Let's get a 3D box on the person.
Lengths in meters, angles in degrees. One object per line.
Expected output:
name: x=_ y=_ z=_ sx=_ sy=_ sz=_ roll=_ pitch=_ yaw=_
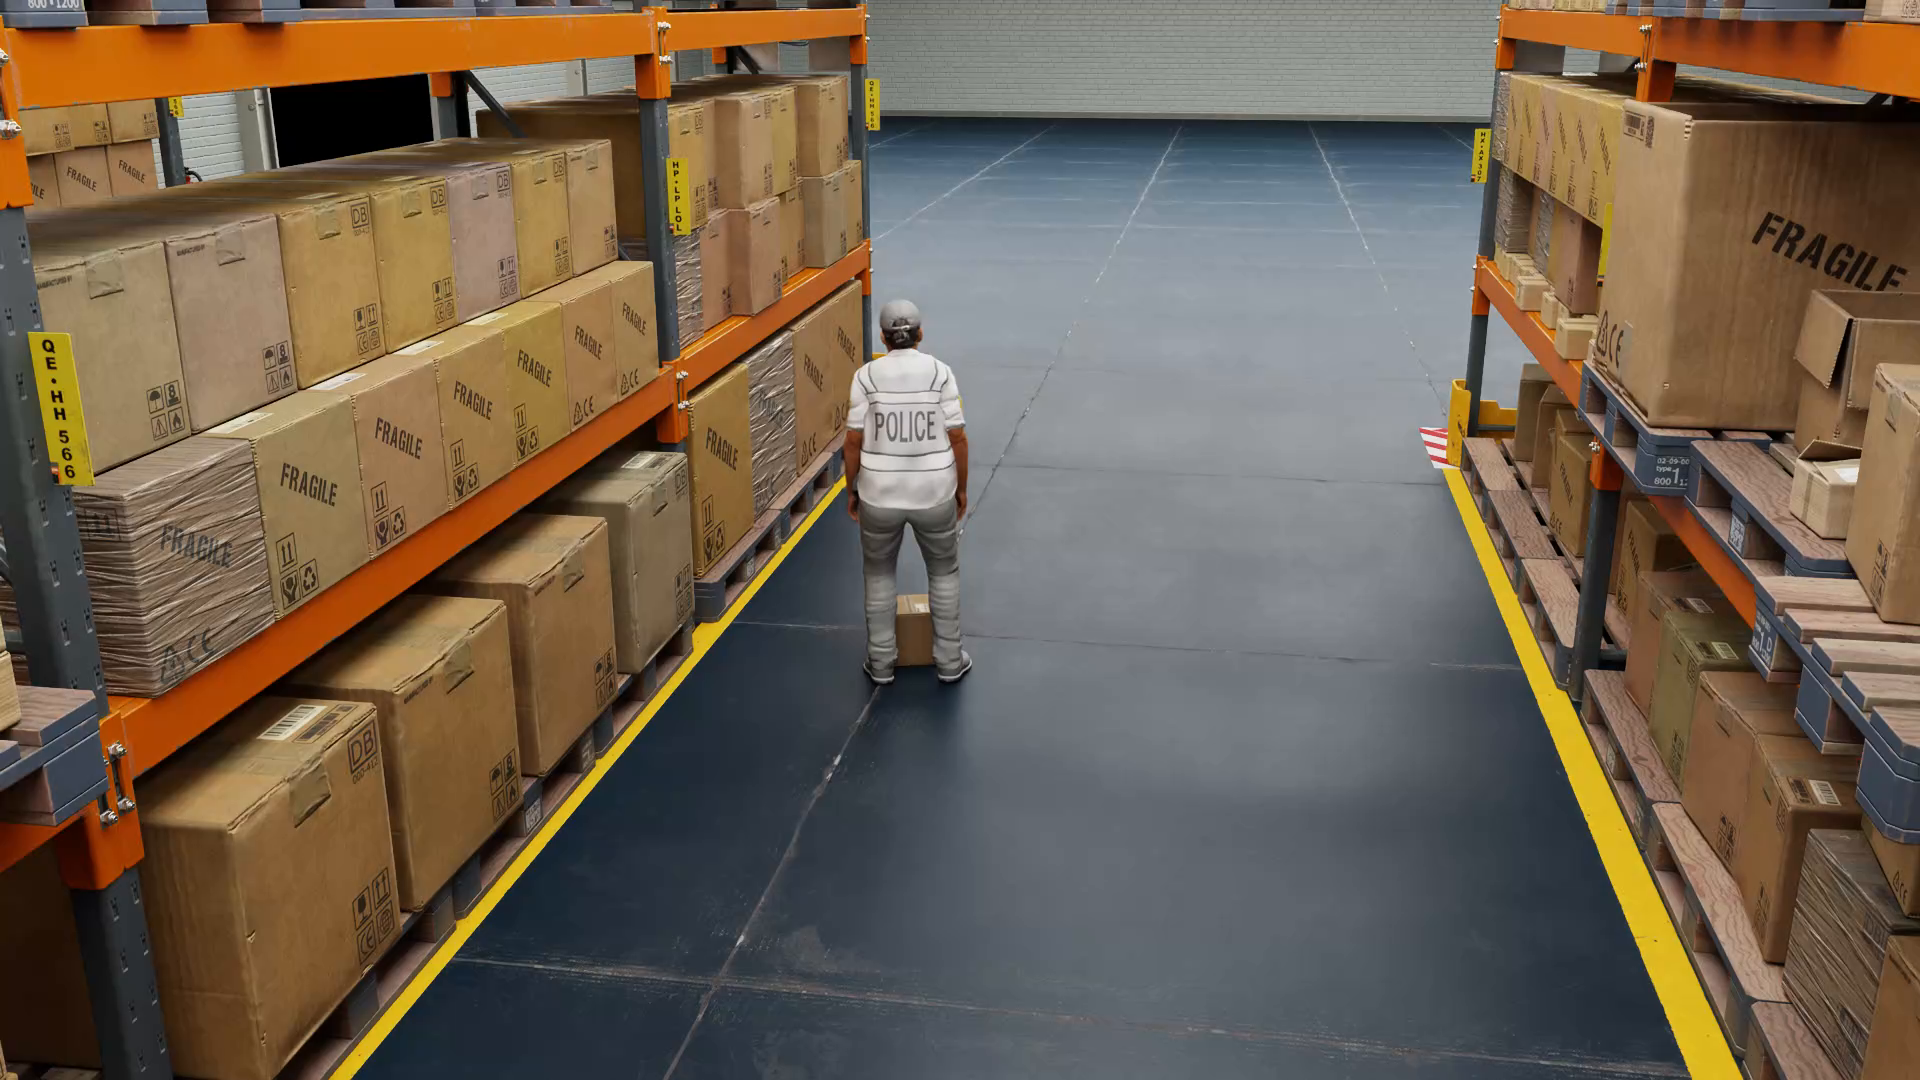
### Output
person: x=-0.218 y=-0.196 z=7.148 sx=0.548 sy=1.666 sz=0.473 roll=-1 pitch=18 yaw=-2
